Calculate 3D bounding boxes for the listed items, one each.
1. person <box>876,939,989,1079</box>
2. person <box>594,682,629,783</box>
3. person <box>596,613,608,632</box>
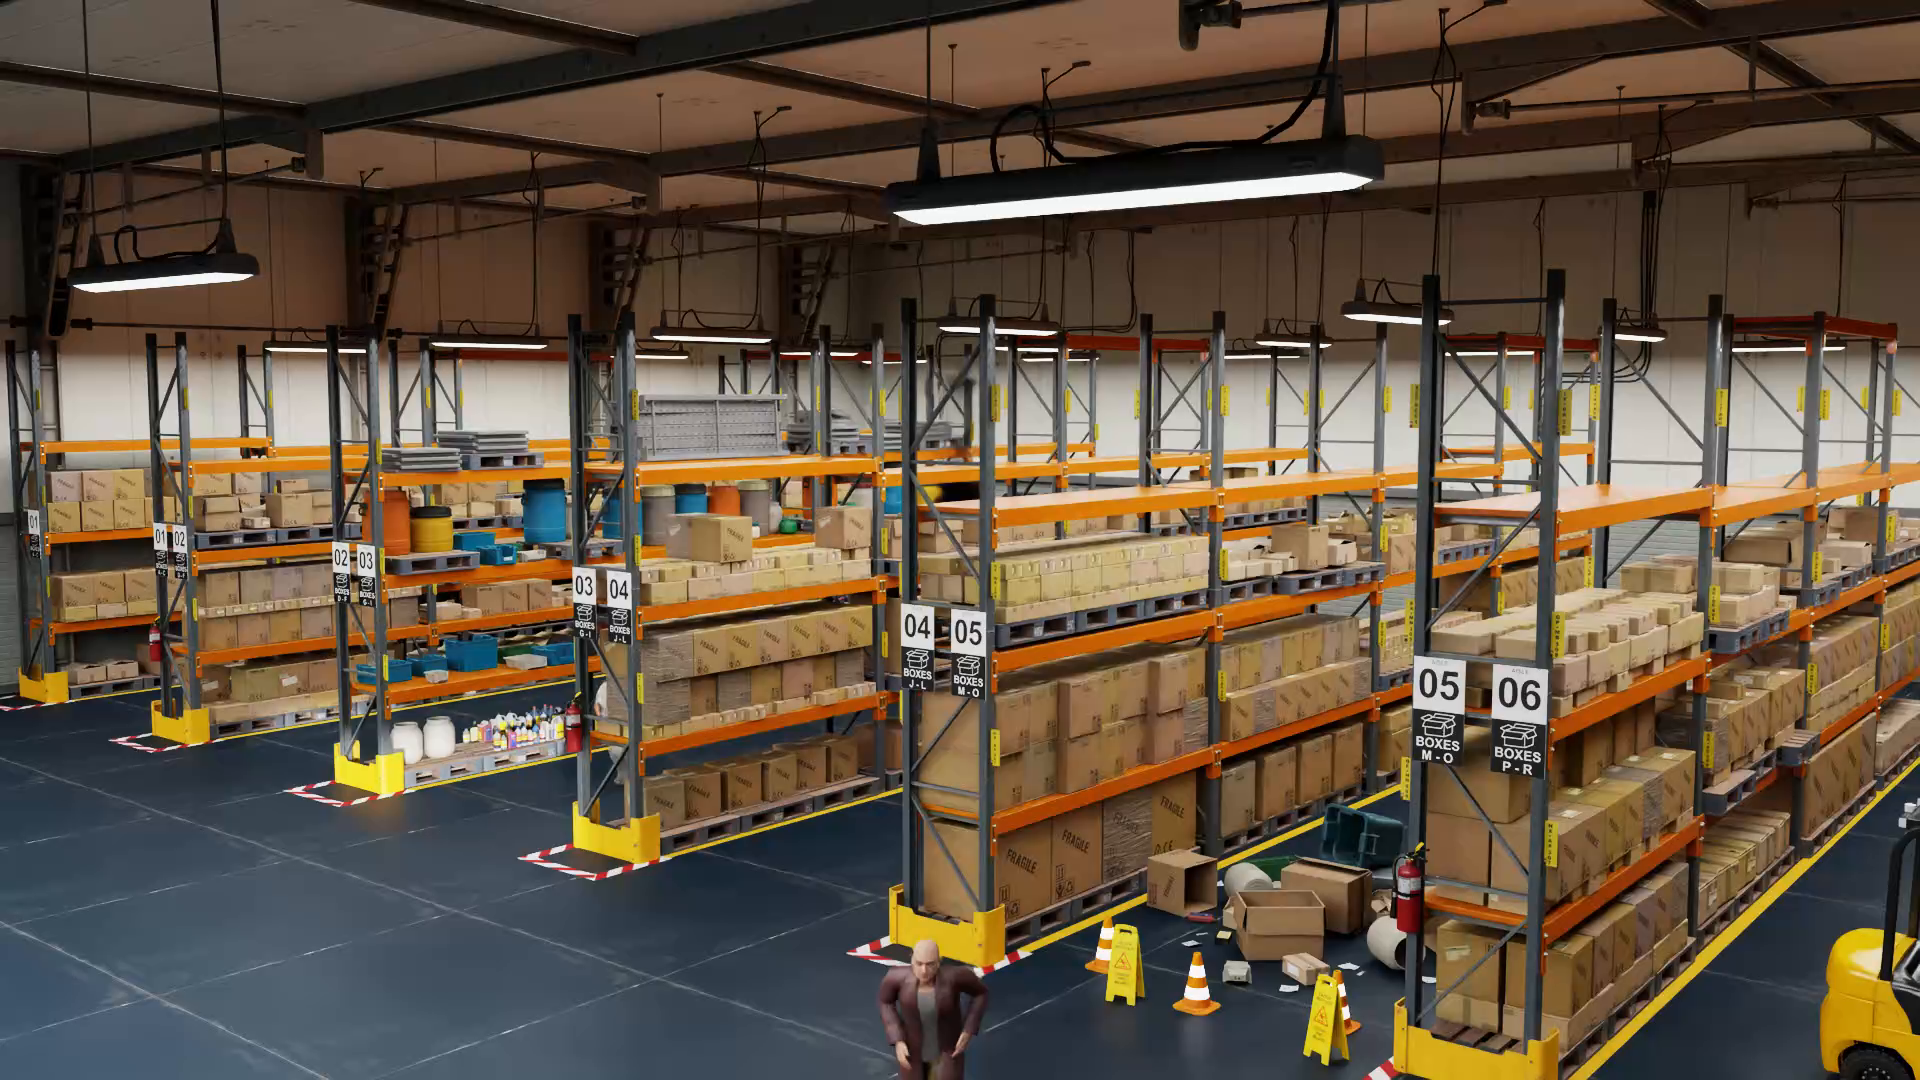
[{"bbox_3d":[-0.174,3.355,10.917,0.733,1.738,1.047,0,5,2],"label":"person"},{"bbox_3d":[-4.443,2.404,21.611,0.621,1.622,0.760,2,5,17],"label":"person"},{"bbox_3d":[-7.298,1.236,34.344,0.660,1.734,0.765,3,6,32],"label":"person"}]
